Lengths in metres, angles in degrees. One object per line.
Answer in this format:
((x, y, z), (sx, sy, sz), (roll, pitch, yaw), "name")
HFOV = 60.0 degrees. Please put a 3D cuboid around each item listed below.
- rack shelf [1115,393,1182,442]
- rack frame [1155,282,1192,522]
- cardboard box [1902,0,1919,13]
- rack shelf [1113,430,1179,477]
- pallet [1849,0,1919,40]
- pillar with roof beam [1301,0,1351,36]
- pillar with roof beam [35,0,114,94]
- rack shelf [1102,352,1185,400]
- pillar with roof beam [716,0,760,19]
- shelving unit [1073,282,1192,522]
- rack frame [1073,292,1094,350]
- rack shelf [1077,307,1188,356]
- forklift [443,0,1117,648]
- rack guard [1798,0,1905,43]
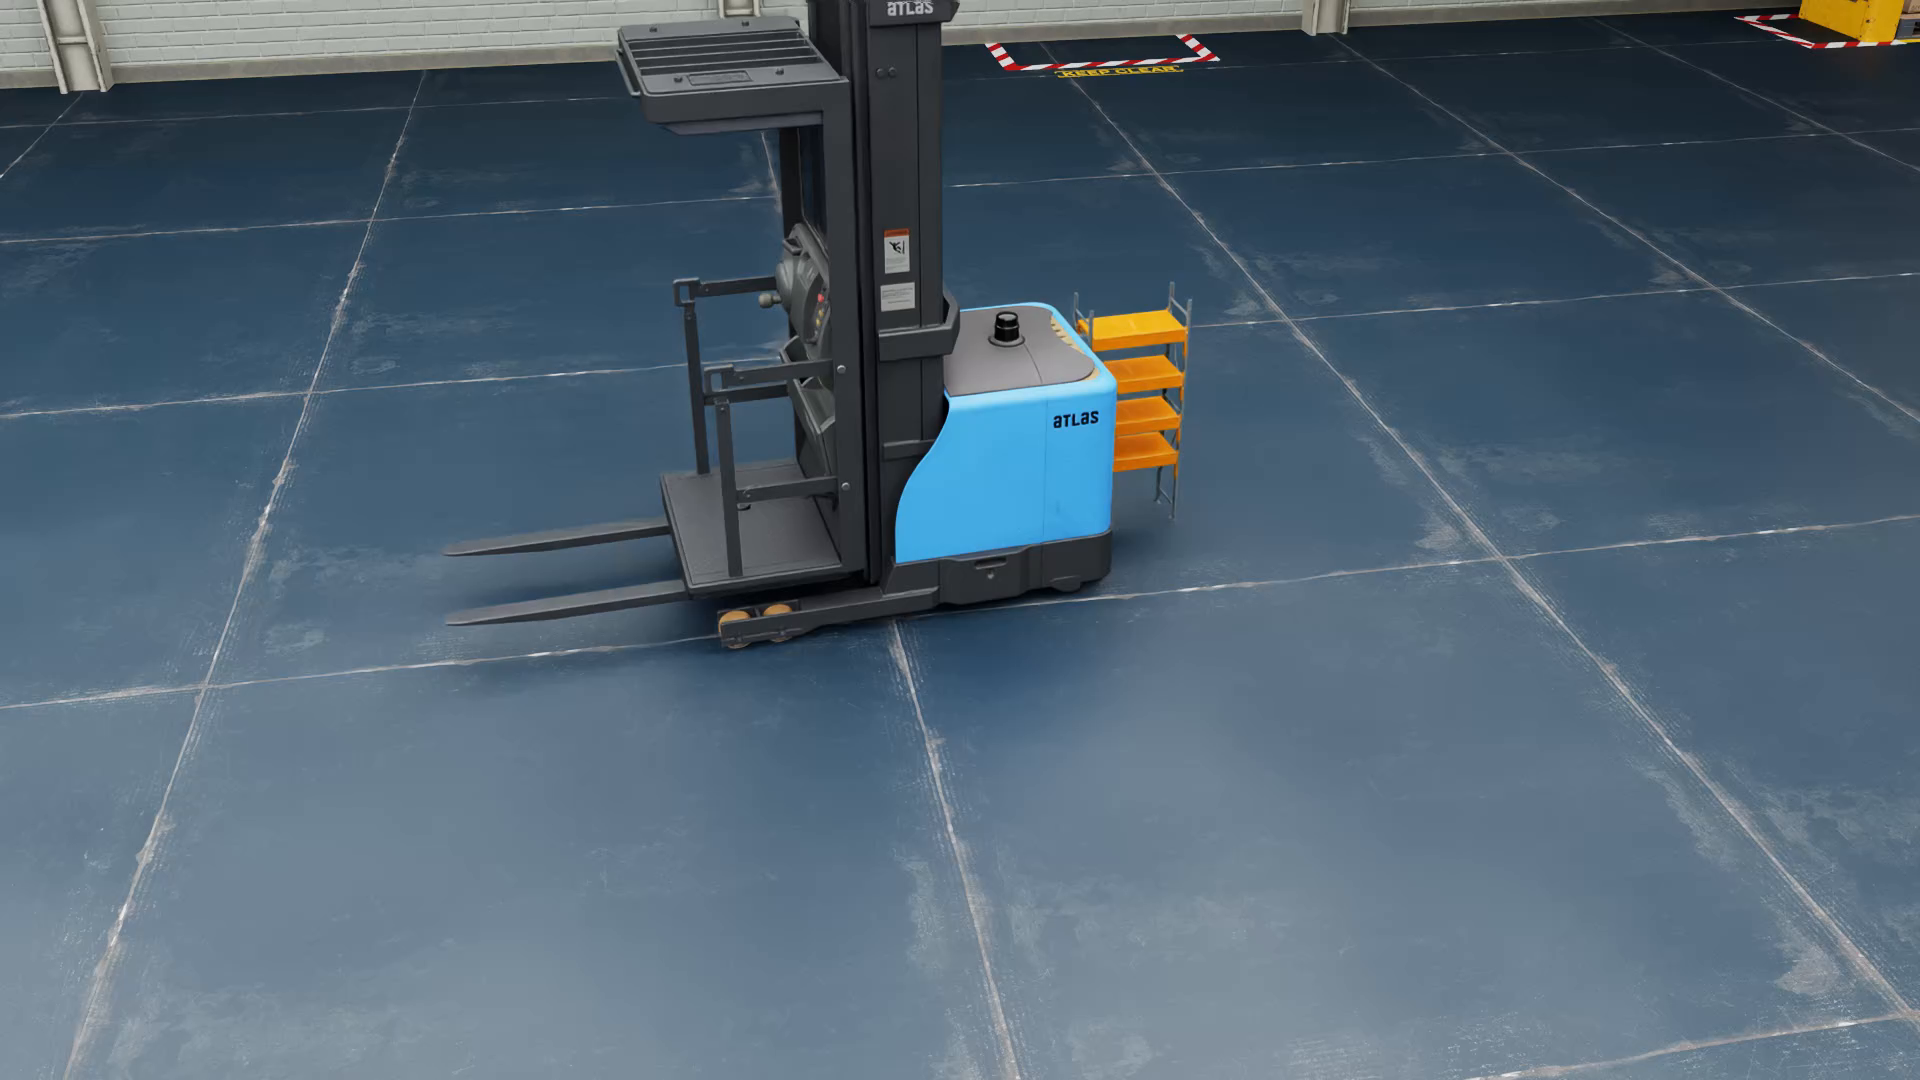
((0.814, -0.575, 8.176), (0.480, 0.148, 0.258), (-8, 31, -13), "rack shelf")
((1.049, -0.666, 8.199), (0.015, 1.200, 0.240), (-8, 31, -13), "rack frame")
((9.828, -5.659, 17.133), (0.500, 0.311, 0.500), (-9, 32, -15), "cardboard box")
((0.814, -0.404, 8.277), (0.480, 0.148, 0.258), (-8, 31, -13), "rack shelf")
((10.011, -5.471, 17.347), (1.213, 0.211, 1.003), (-5, 31, -9), "pallet")
((4.537, -6.997, 11.272), (0.400, 9.000, 9.100), (-5, 31, -9), "pillar with roof beam")
((-7.266, -5.902, 9.409), (0.400, 9.000, 9.100), (-5, 31, -9), "pillar with roof beam")
((0.814, -0.768, 8.063), (0.480, 0.148, 0.258), (-8, 31, -13), "rack shelf")
((-1.364, -6.449, 10.340), (0.400, 9.000, 9.100), (-5, 31, -9), "pillar with roof beam")
((0.814, -0.633, 8.142), (0.503, 1.200, 0.258), (-8, 31, -13), "shelving unit")
((0.580, -0.599, 8.085), (0.015, 1.200, 0.240), (-8, 31, -13), "rack frame")
((0.814, -0.971, 7.943), (0.480, 0.148, 0.258), (-8, 31, -13), "rack shelf")
((-0.861, -1.078, 7.191), (3.031, 2.935, 1.130), (-8, 31, -13), "forklift")
((9.206, -5.539, 17.178), (0.348, 0.500, 1.175), (-5, 31, -9), "rack guard")
